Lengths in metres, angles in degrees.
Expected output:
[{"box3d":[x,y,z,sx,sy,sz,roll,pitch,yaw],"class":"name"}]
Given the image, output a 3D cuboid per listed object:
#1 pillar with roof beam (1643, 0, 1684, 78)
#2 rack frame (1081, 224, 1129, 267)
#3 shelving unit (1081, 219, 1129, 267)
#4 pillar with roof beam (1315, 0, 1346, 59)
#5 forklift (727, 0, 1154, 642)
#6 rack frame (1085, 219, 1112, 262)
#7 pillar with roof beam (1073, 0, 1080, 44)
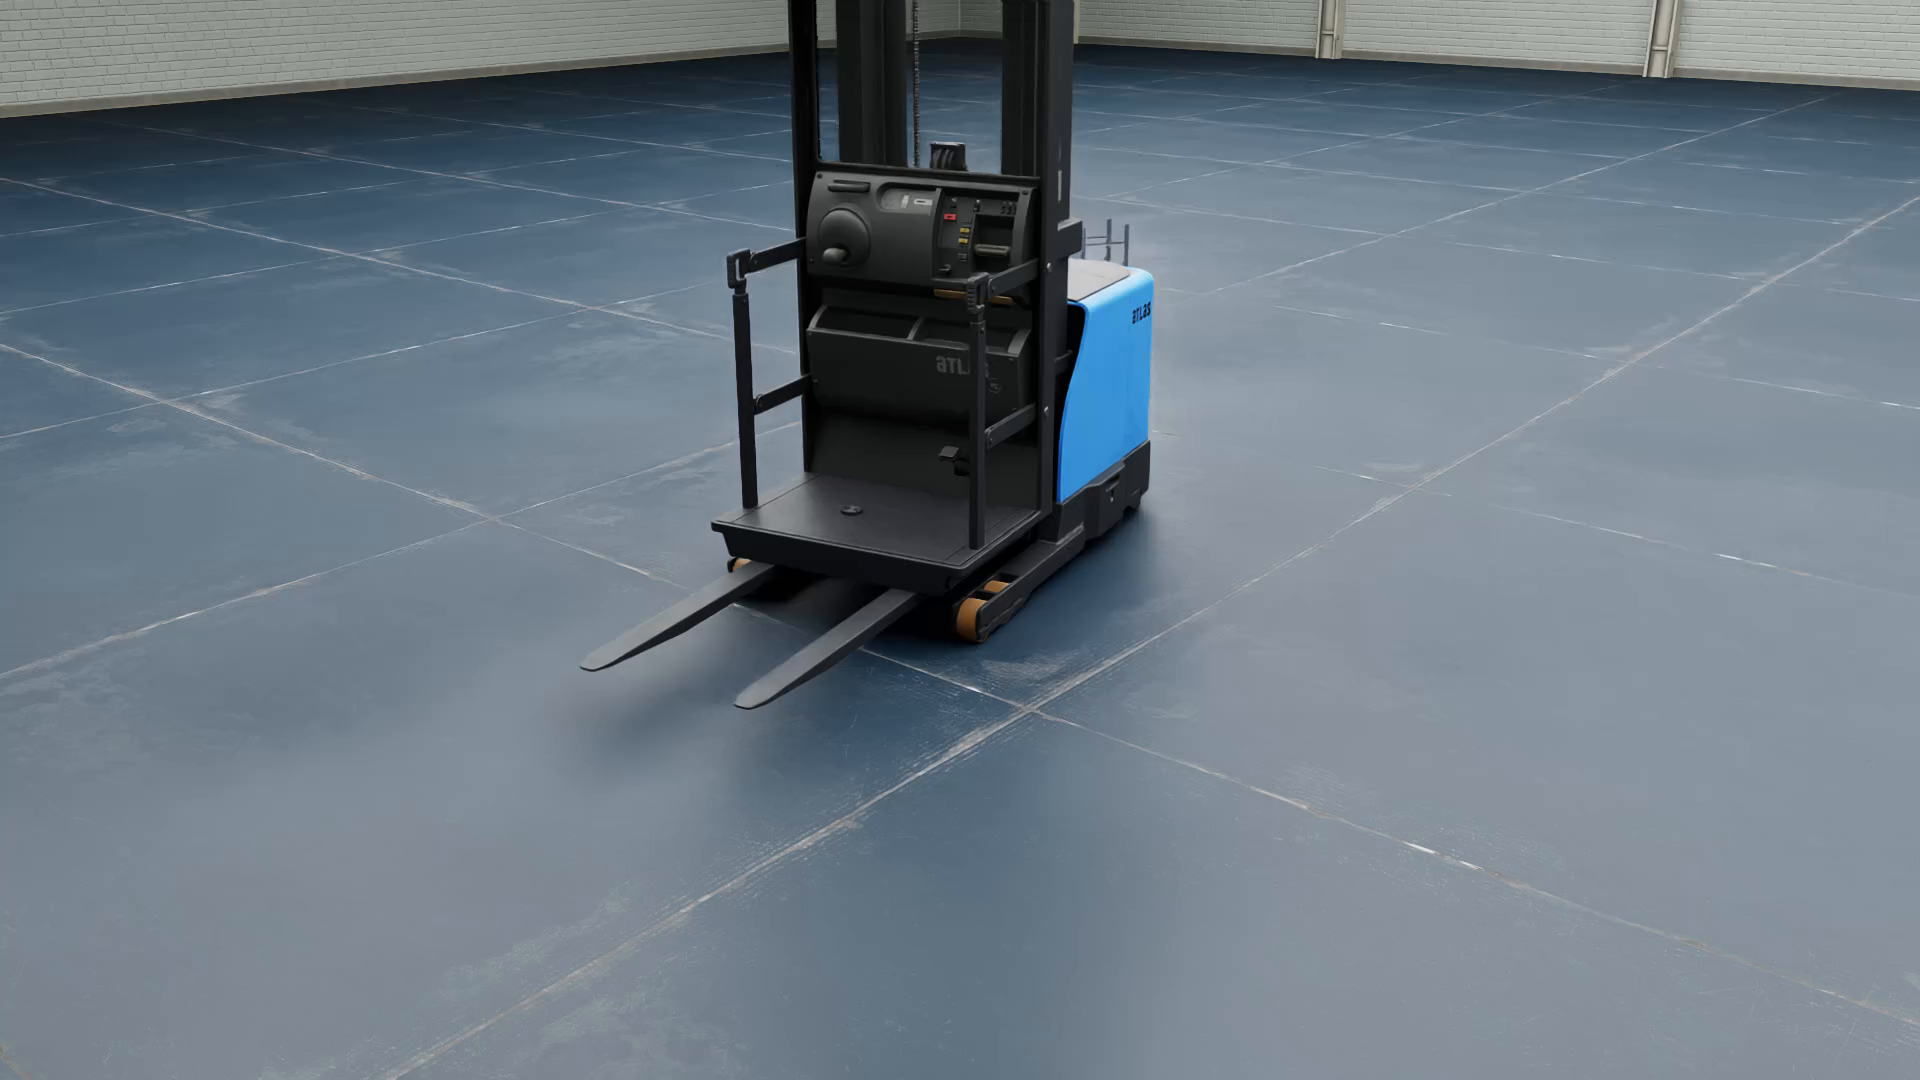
[{"box3d":[8.796,-10.681,22.739,0.400,9.000,9.100,16,26,36],"class":"pillar with roof beam"},{"box3d":[0.664,-0.854,7.716,0.240,1.200,0.006,-8,20,-20],"class":"rack frame"},{"box3d":[0.631,-0.881,7.797,0.258,1.200,0.189,-8,20,-20],"class":"shelving unit"},{"box3d":[4.148,-12.020,26.289,0.400,9.000,9.100,16,26,36],"class":"pillar with roof beam"},{"box3d":[-0.259,-1.169,6.115,1.130,2.935,3.031,10,23,25],"class":"forklift"},{"box3d":[0.598,-0.909,7.878,0.240,1.200,0.006,-8,20,-20],"class":"rack frame"},{"box3d":[-0.501,-13.359,29.839,0.400,9.000,9.100,16,26,36],"class":"pillar with roof beam"}]
